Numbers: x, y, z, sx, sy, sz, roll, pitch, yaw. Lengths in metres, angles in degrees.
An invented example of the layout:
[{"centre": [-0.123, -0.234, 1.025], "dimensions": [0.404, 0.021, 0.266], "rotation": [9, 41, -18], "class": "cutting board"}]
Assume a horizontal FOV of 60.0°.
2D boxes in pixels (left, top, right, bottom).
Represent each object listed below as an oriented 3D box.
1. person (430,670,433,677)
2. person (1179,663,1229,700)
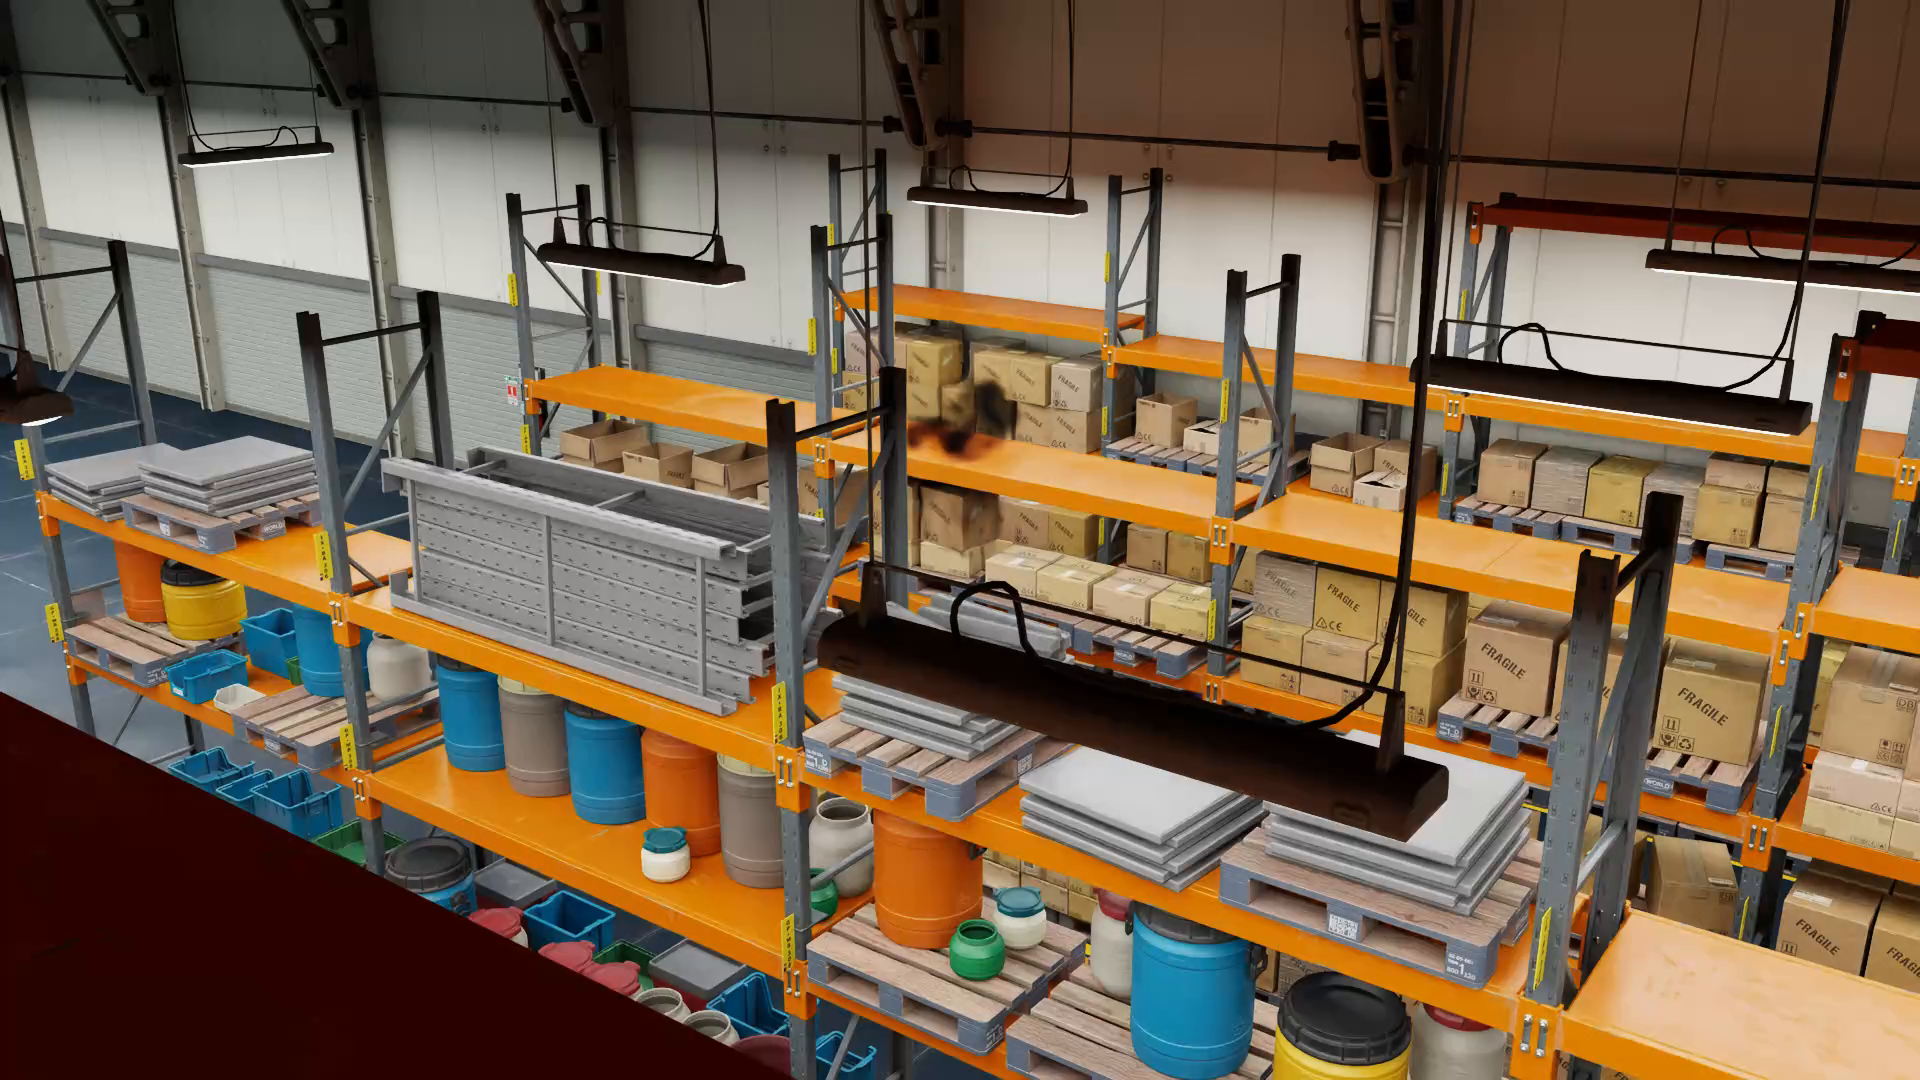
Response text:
[{"centre": [-6.523, 1.213, 18.828], "dimensions": [0.985, 1.777, 0.647], "rotation": [-5, 19, -15], "class": "person"}, {"centre": [2.365, 1.658, 16.718], "dimensions": [0.872, 1.678, 0.601], "rotation": [7, 20, 20], "class": "person"}]
